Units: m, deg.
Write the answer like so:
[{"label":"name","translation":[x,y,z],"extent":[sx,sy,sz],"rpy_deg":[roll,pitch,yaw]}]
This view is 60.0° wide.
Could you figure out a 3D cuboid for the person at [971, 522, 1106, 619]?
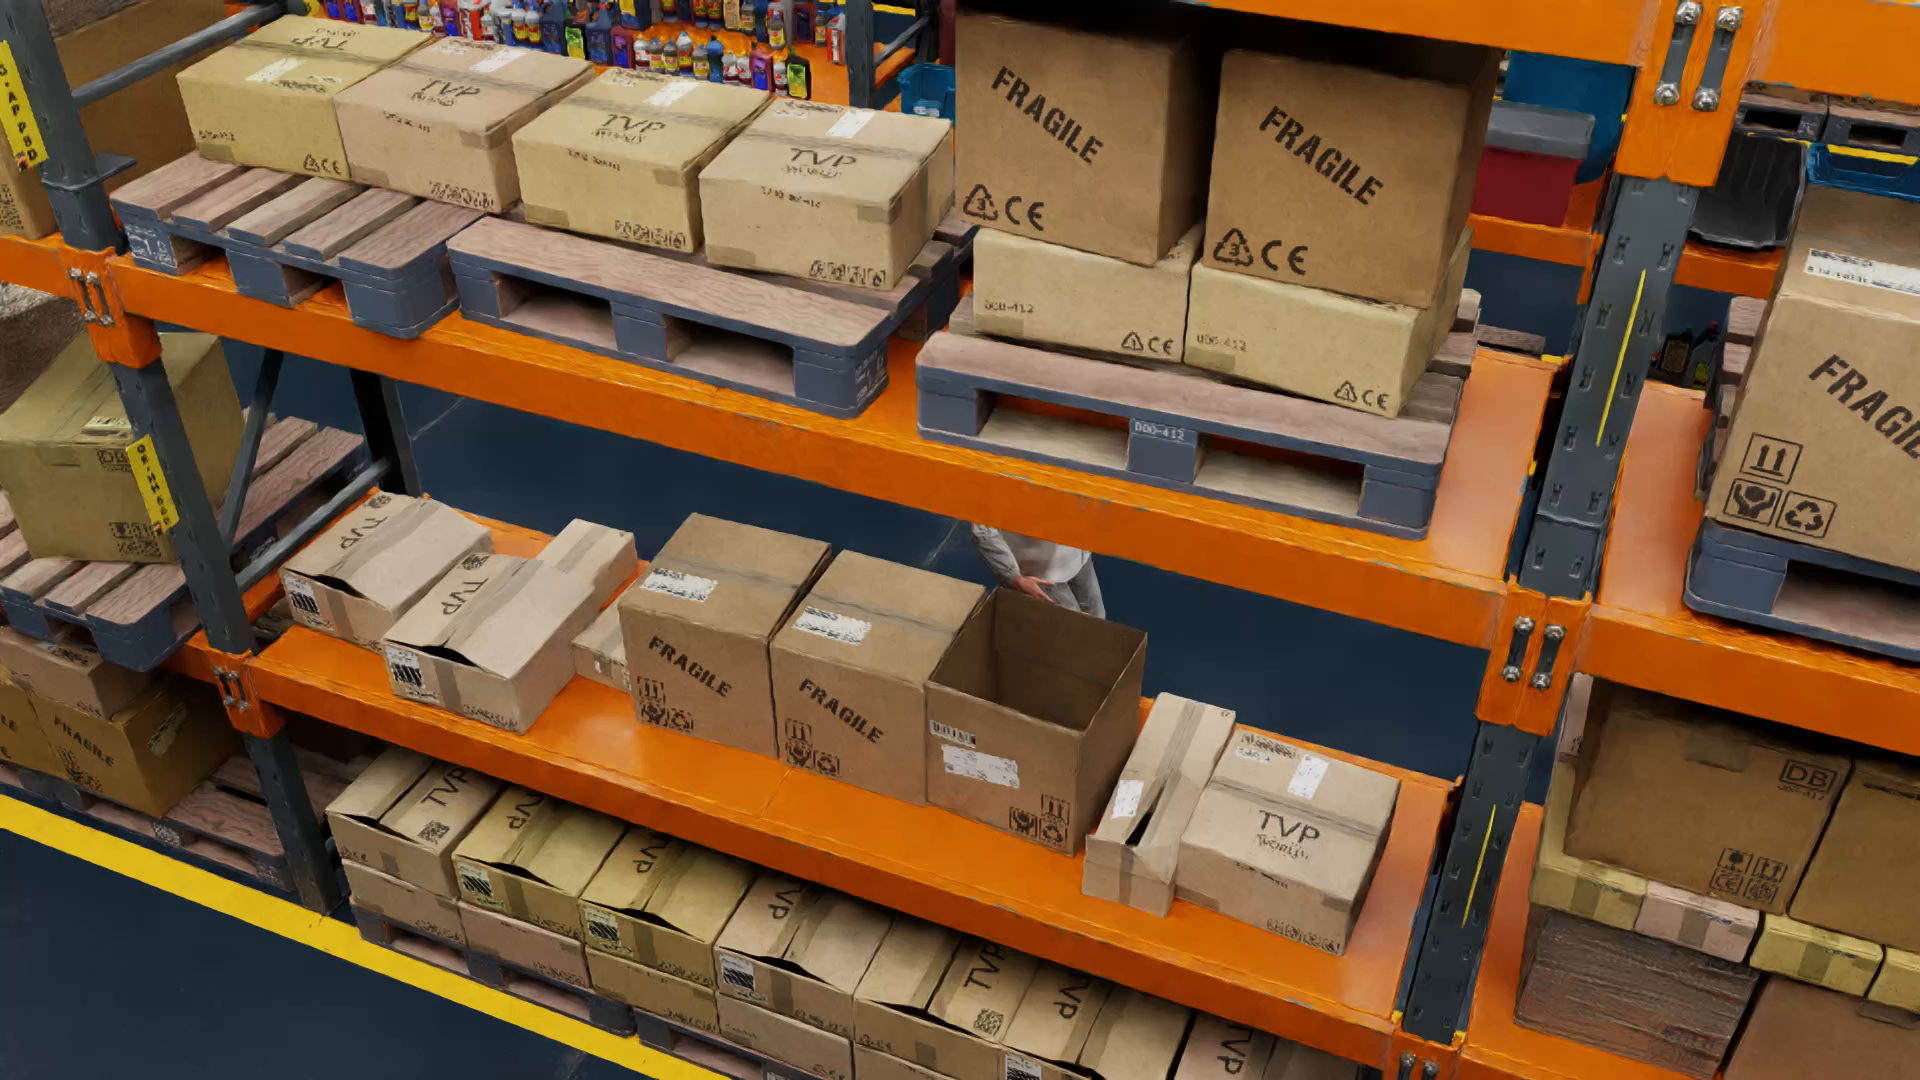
[{"label":"person","translation":[0.403,0.078,6.712],"extent":[0.503,1.734,0.716],"rpy_deg":[18,41,22]}]
